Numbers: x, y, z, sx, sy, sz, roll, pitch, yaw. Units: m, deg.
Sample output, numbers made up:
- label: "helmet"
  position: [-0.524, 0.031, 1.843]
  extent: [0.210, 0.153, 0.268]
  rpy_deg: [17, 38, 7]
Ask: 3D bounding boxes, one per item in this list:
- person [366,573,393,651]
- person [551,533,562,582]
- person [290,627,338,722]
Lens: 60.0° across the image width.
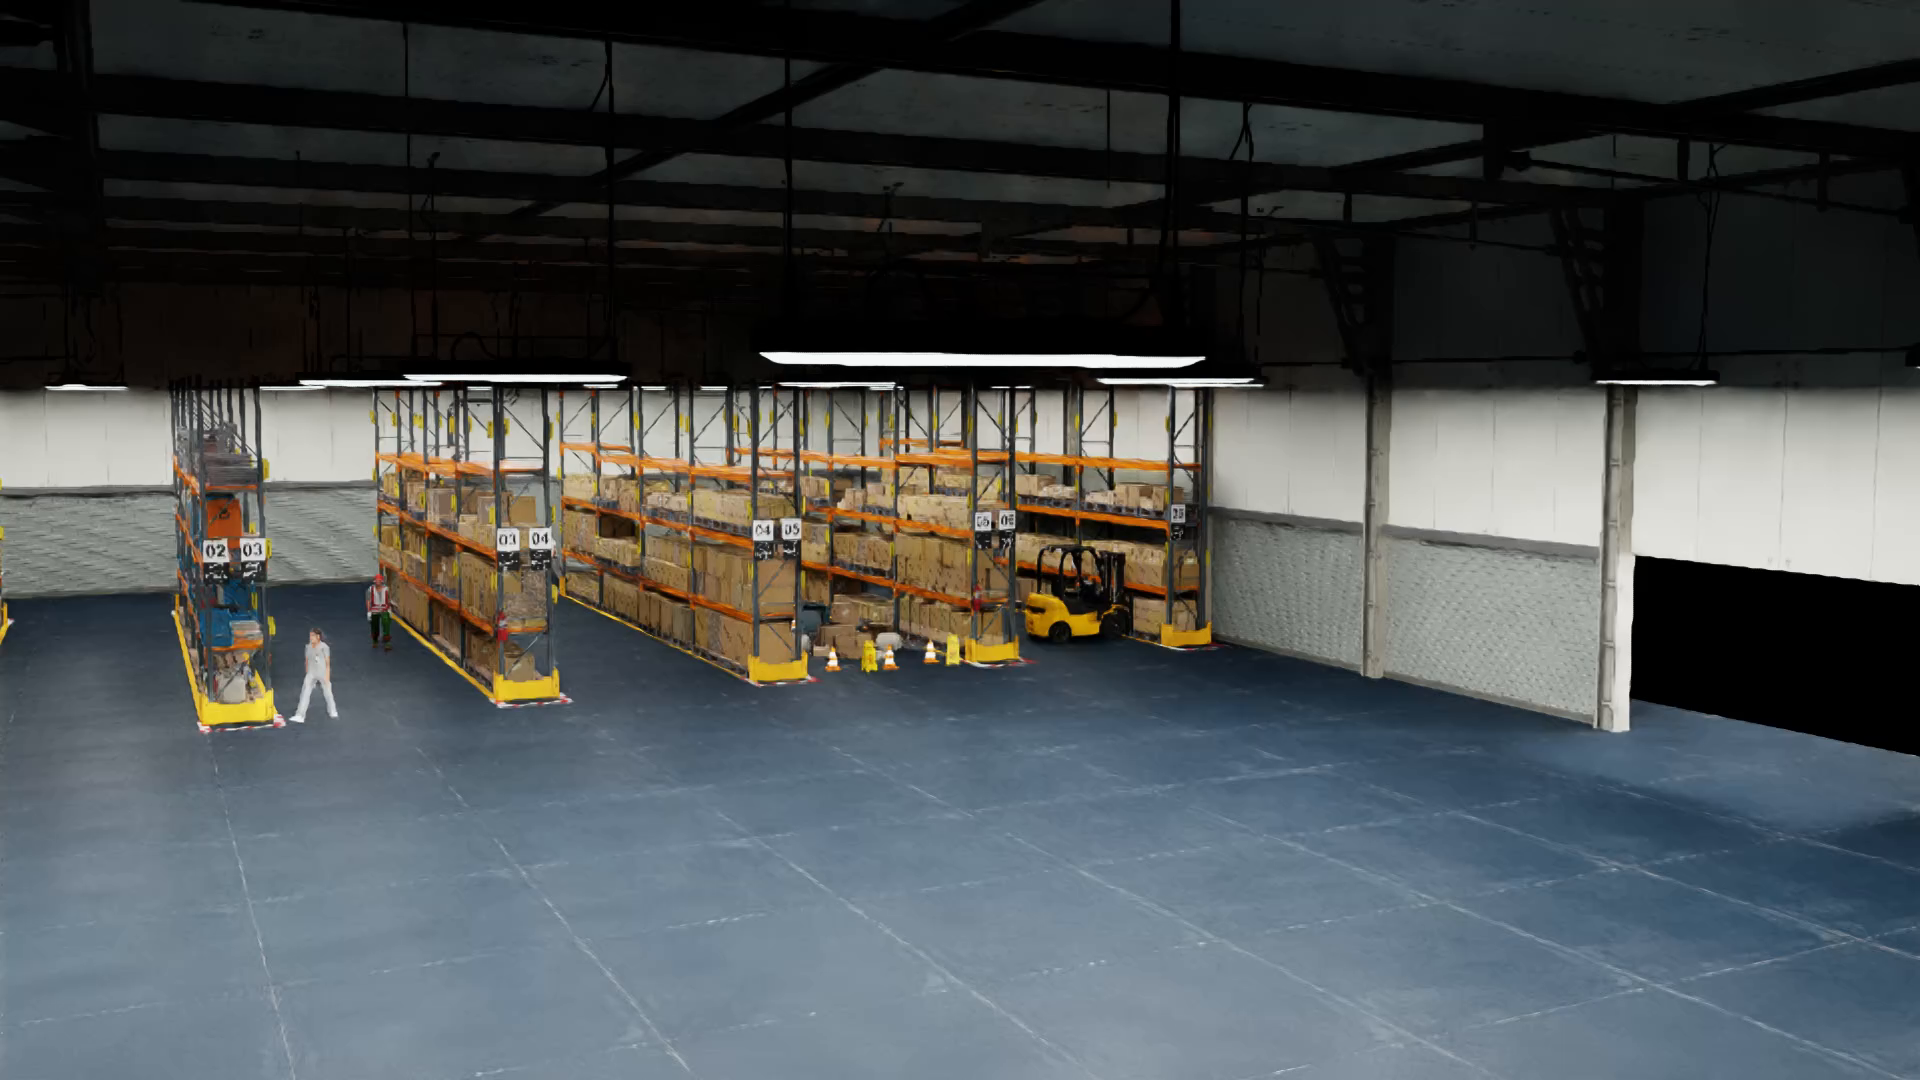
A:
- label: "person"
  position: [-12.884, 1.577, 36.890]
  extent: [0.553, 1.706, 1.123]
  rpy_deg: [-2, 6, -25]
- label: "person"
  position: [-11.980, 0.556, 48.893]
  extent: [0.516, 1.650, 0.690]
  rpy_deg: [4, 6, 36]
- label: "person"
  position: [-11.202, 2.325, 28.874]
  extent: [0.577, 1.621, 0.884]
  rpy_deg: [0, 5, 1]
